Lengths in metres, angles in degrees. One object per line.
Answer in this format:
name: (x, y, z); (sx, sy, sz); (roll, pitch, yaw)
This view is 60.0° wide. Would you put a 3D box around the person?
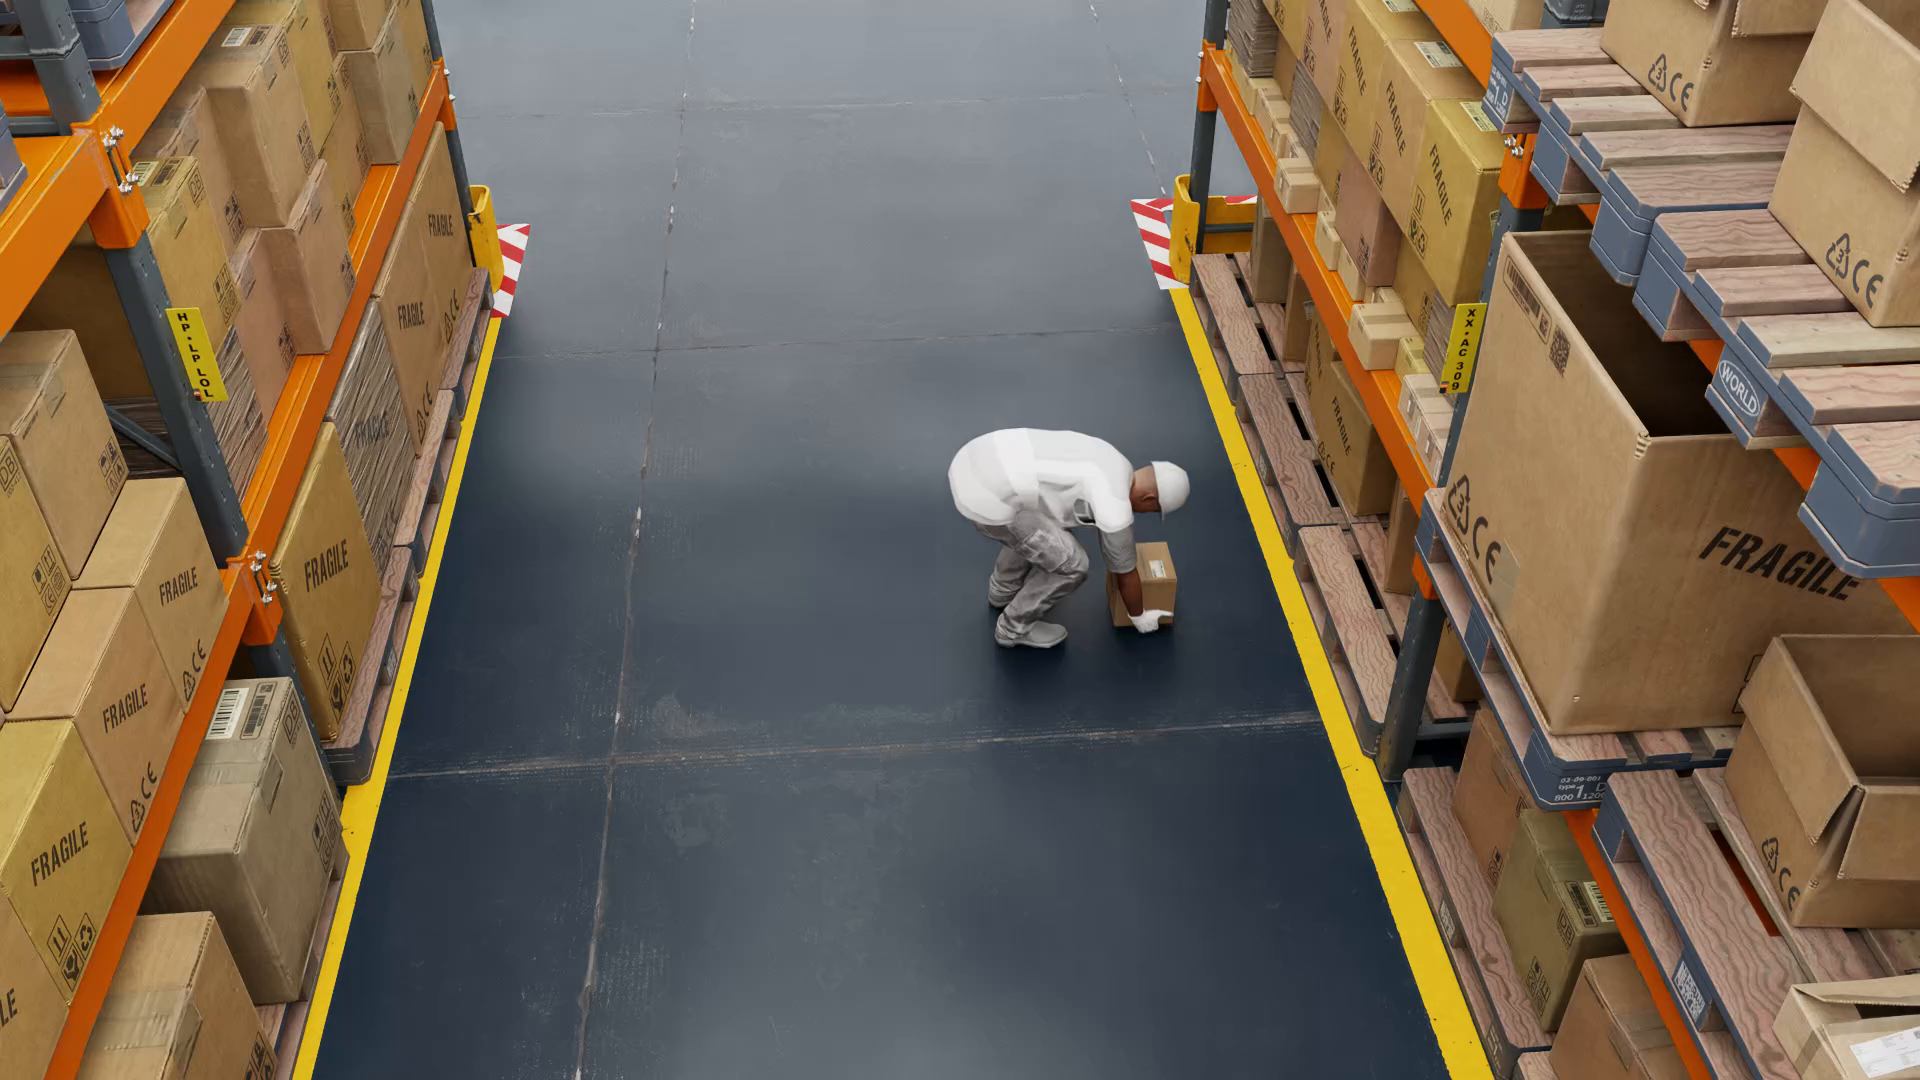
person: (0.449, -0.044, 6.860); (0.981, 0.945, 0.526); (-5, 39, -6)
